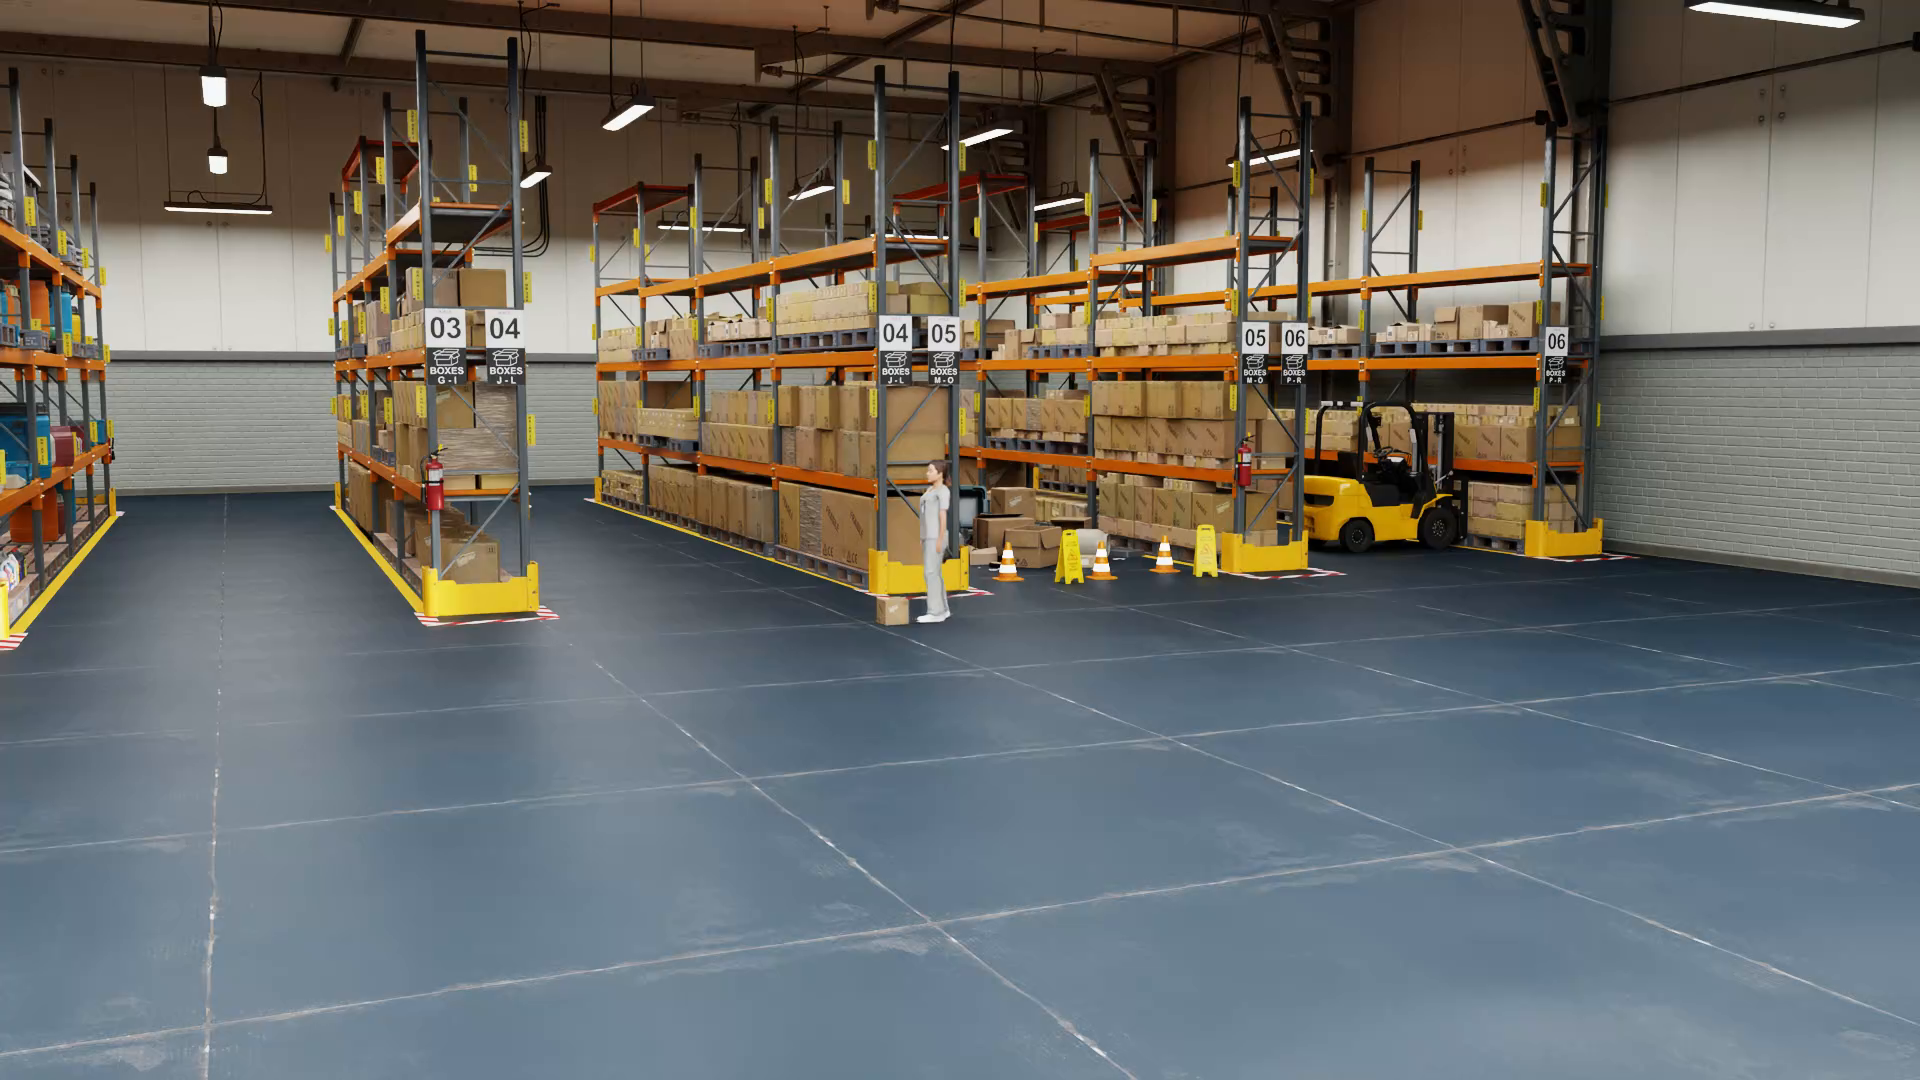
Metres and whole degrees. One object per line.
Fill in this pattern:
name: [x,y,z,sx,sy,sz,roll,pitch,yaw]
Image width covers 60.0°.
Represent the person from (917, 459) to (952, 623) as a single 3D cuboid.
person: [-0.266,0.028,17.007,0.455,1.714,0.438,-2,6,-22]
